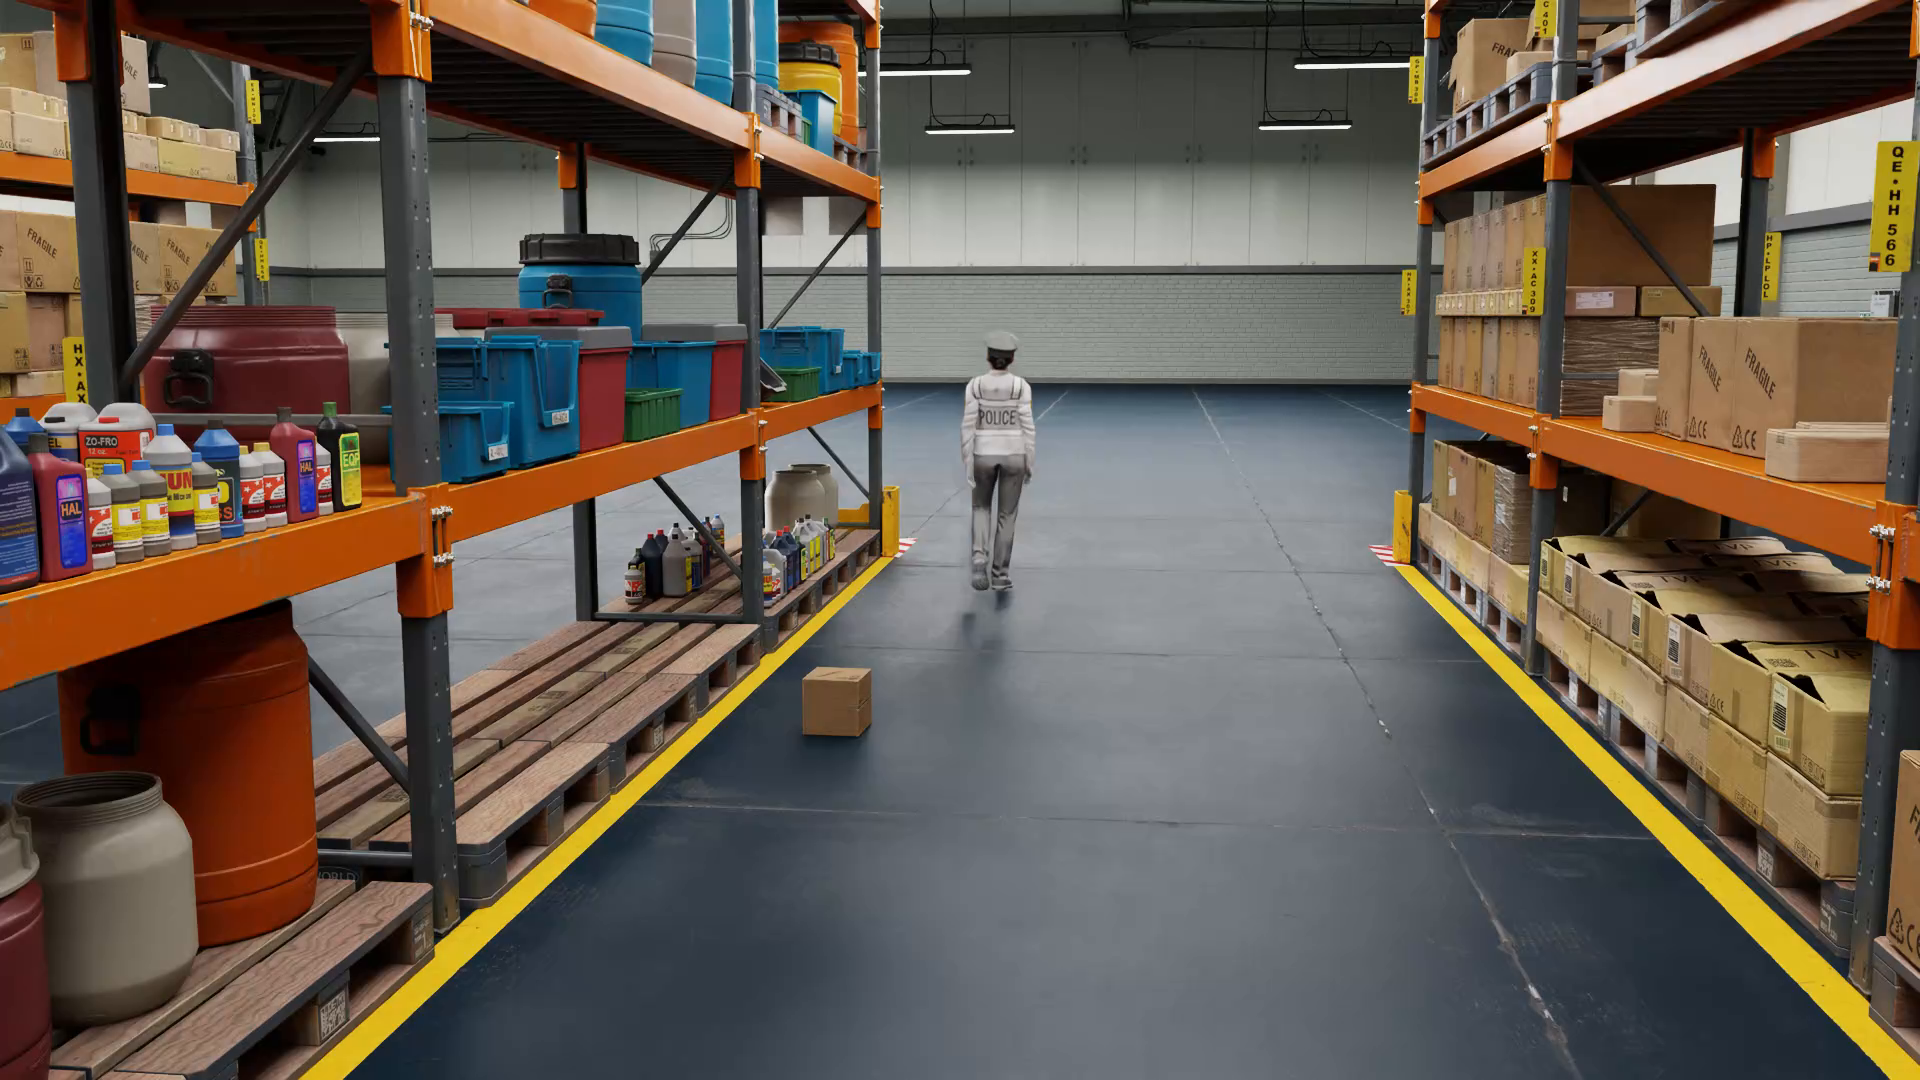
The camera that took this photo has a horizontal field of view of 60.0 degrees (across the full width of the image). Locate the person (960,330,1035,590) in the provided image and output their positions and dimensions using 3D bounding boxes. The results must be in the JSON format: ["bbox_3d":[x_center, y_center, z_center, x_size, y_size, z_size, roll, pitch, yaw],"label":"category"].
[{"bbox_3d":[0.267,-0.509,10.842,0.459,1.702,0.432,1,8,9],"label":"person"}]
